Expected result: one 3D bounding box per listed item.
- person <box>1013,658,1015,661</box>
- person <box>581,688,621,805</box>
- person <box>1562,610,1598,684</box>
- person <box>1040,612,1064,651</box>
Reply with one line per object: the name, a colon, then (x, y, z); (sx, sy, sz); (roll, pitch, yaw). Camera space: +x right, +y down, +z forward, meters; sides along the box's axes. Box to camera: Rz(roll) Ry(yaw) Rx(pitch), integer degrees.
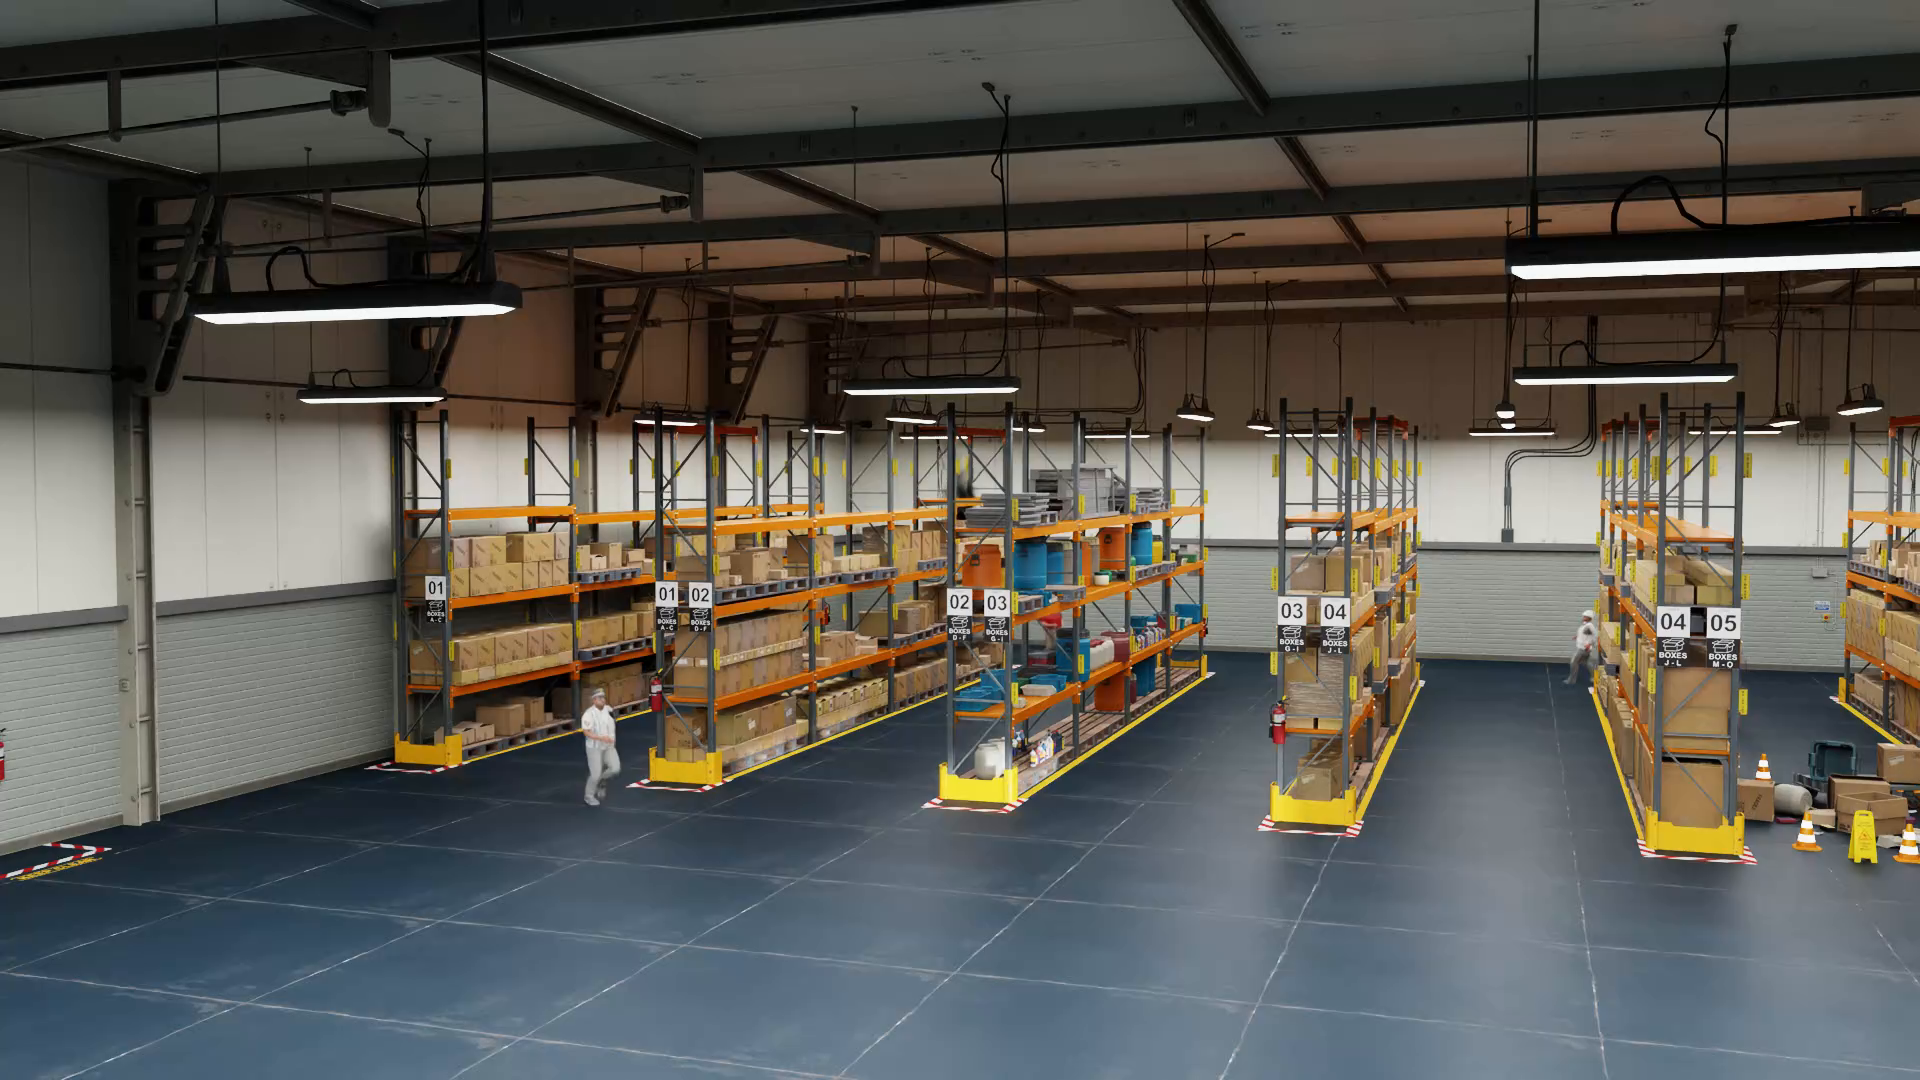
person: (1.022, 2.303, 43.360); (0.893, 1.689, 0.657); (2, 3, 39)
person: (-5.309, 3.066, 24.739); (0.673, 1.749, 0.655); (2, 3, 43)
person: (14.379, 2.479, 38.393); (0.870, 1.757, 0.708); (1, 3, 17)
person: (2.324, 2.369, 41.518); (0.667, 1.753, 0.938); (-1, 3, -19)
